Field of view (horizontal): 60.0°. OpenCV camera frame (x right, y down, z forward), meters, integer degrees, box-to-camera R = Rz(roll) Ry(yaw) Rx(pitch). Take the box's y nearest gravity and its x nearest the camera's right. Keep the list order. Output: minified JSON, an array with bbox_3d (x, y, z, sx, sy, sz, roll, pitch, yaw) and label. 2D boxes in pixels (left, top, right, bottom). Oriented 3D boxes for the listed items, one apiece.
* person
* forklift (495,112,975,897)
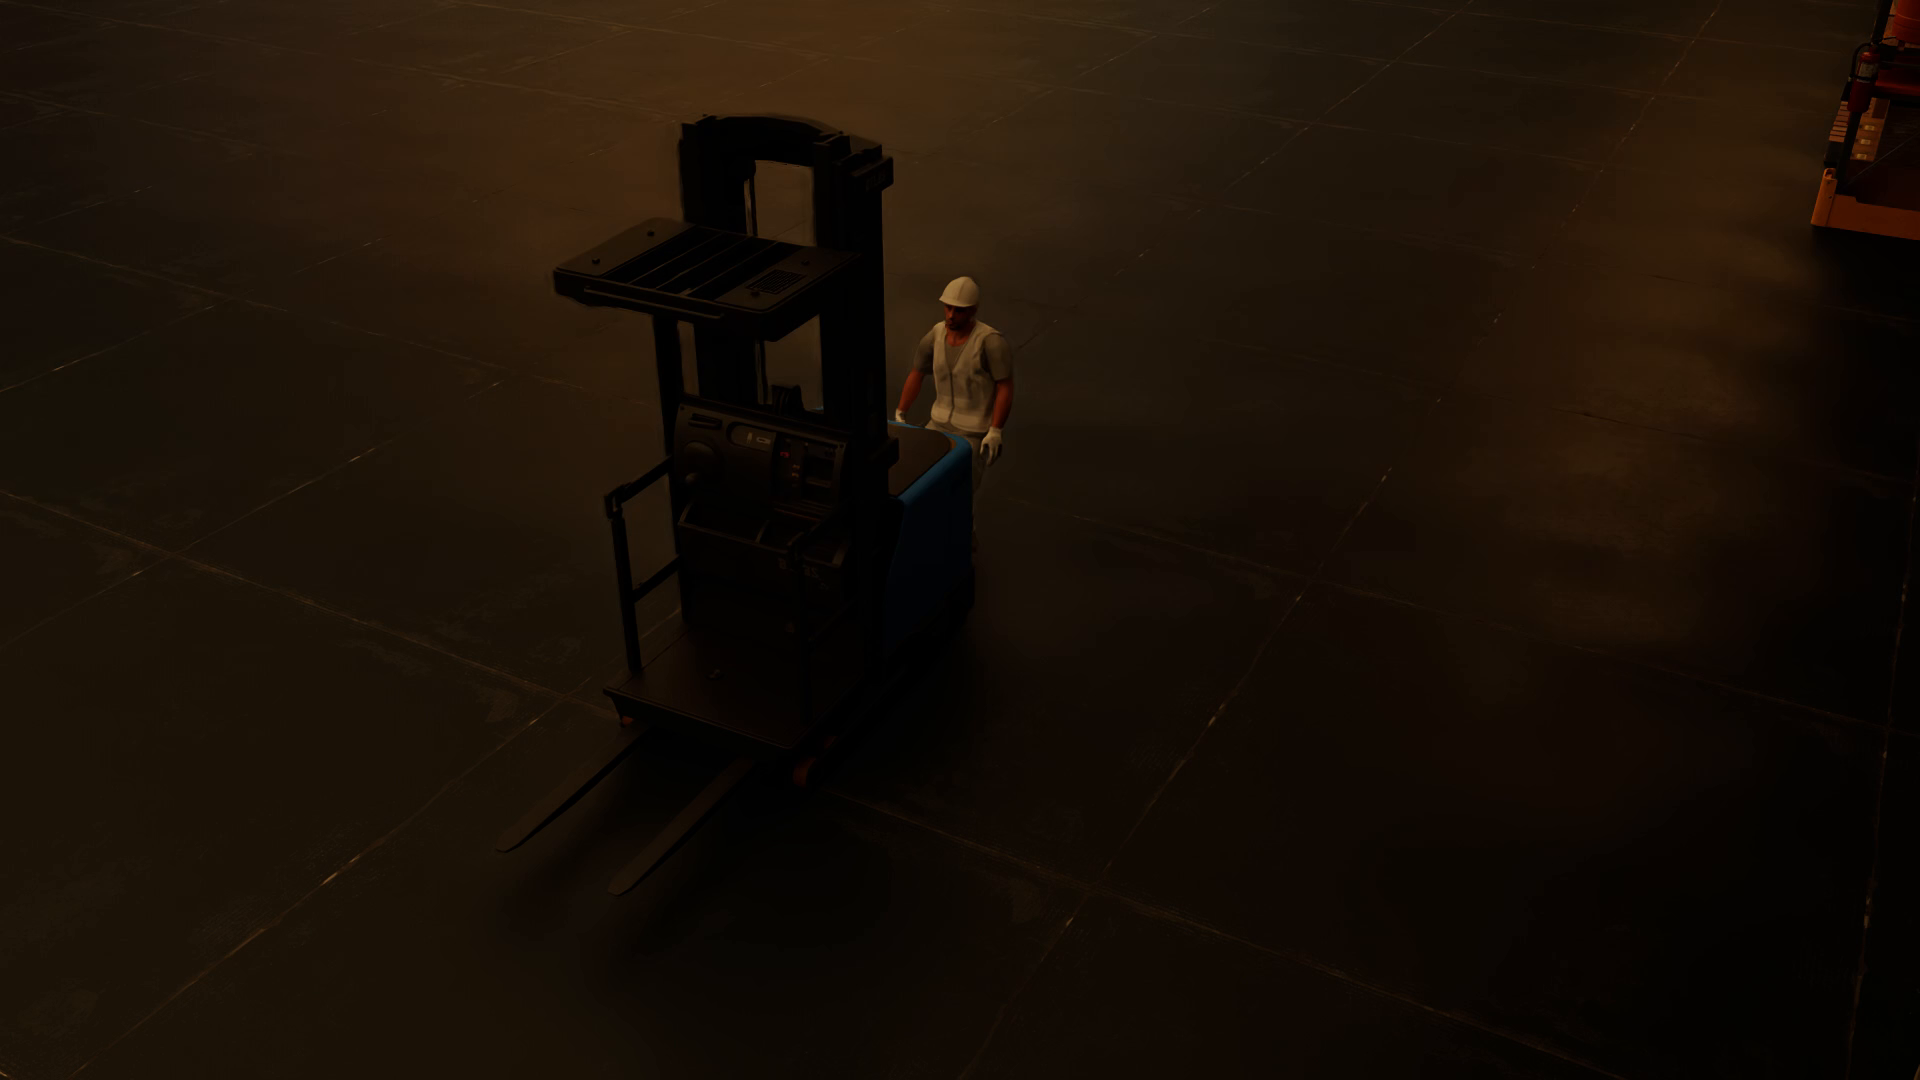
[{"bbox_3d":[-0.097,-0.601,9.333,0.718,1.737,0.696,20,36,31],"label":"person"},{"bbox_3d":[-1.040,-0.332,7.647,1.130,2.935,3.031,14,33,23],"label":"forklift"}]
